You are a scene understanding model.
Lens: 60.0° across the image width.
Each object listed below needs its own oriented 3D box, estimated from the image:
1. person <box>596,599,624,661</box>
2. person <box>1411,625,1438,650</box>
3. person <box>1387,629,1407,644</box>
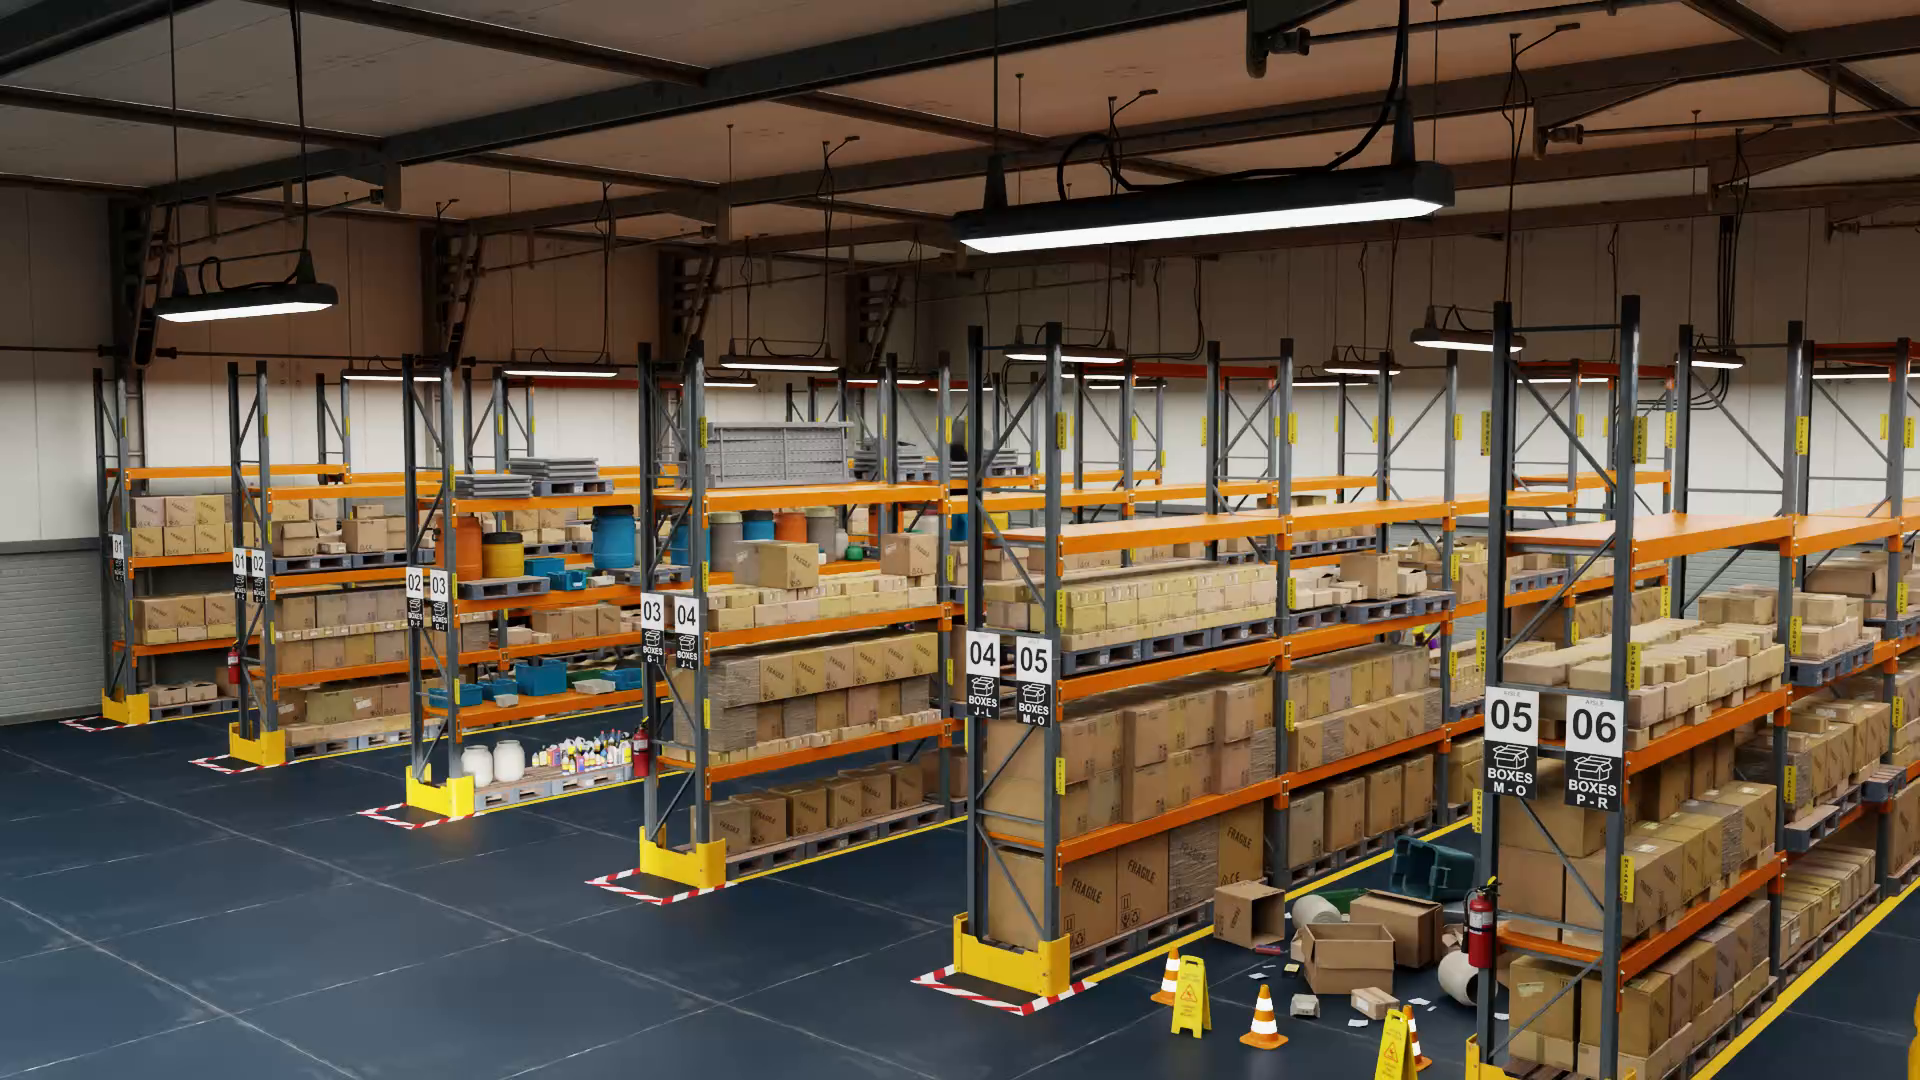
[{"bbox_3d":[-6.985,1.966,33.165,0.605,1.643,0.806,0,4,0],"label":"person"},{"bbox_3d":[8.285,2.194,29.444,1.115,1.538,0.722,-3,5,-37],"label":"person"},{"bbox_3d":[8.671,1.915,33.342,0.587,1.603,0.650,1,4,15],"label":"person"}]
